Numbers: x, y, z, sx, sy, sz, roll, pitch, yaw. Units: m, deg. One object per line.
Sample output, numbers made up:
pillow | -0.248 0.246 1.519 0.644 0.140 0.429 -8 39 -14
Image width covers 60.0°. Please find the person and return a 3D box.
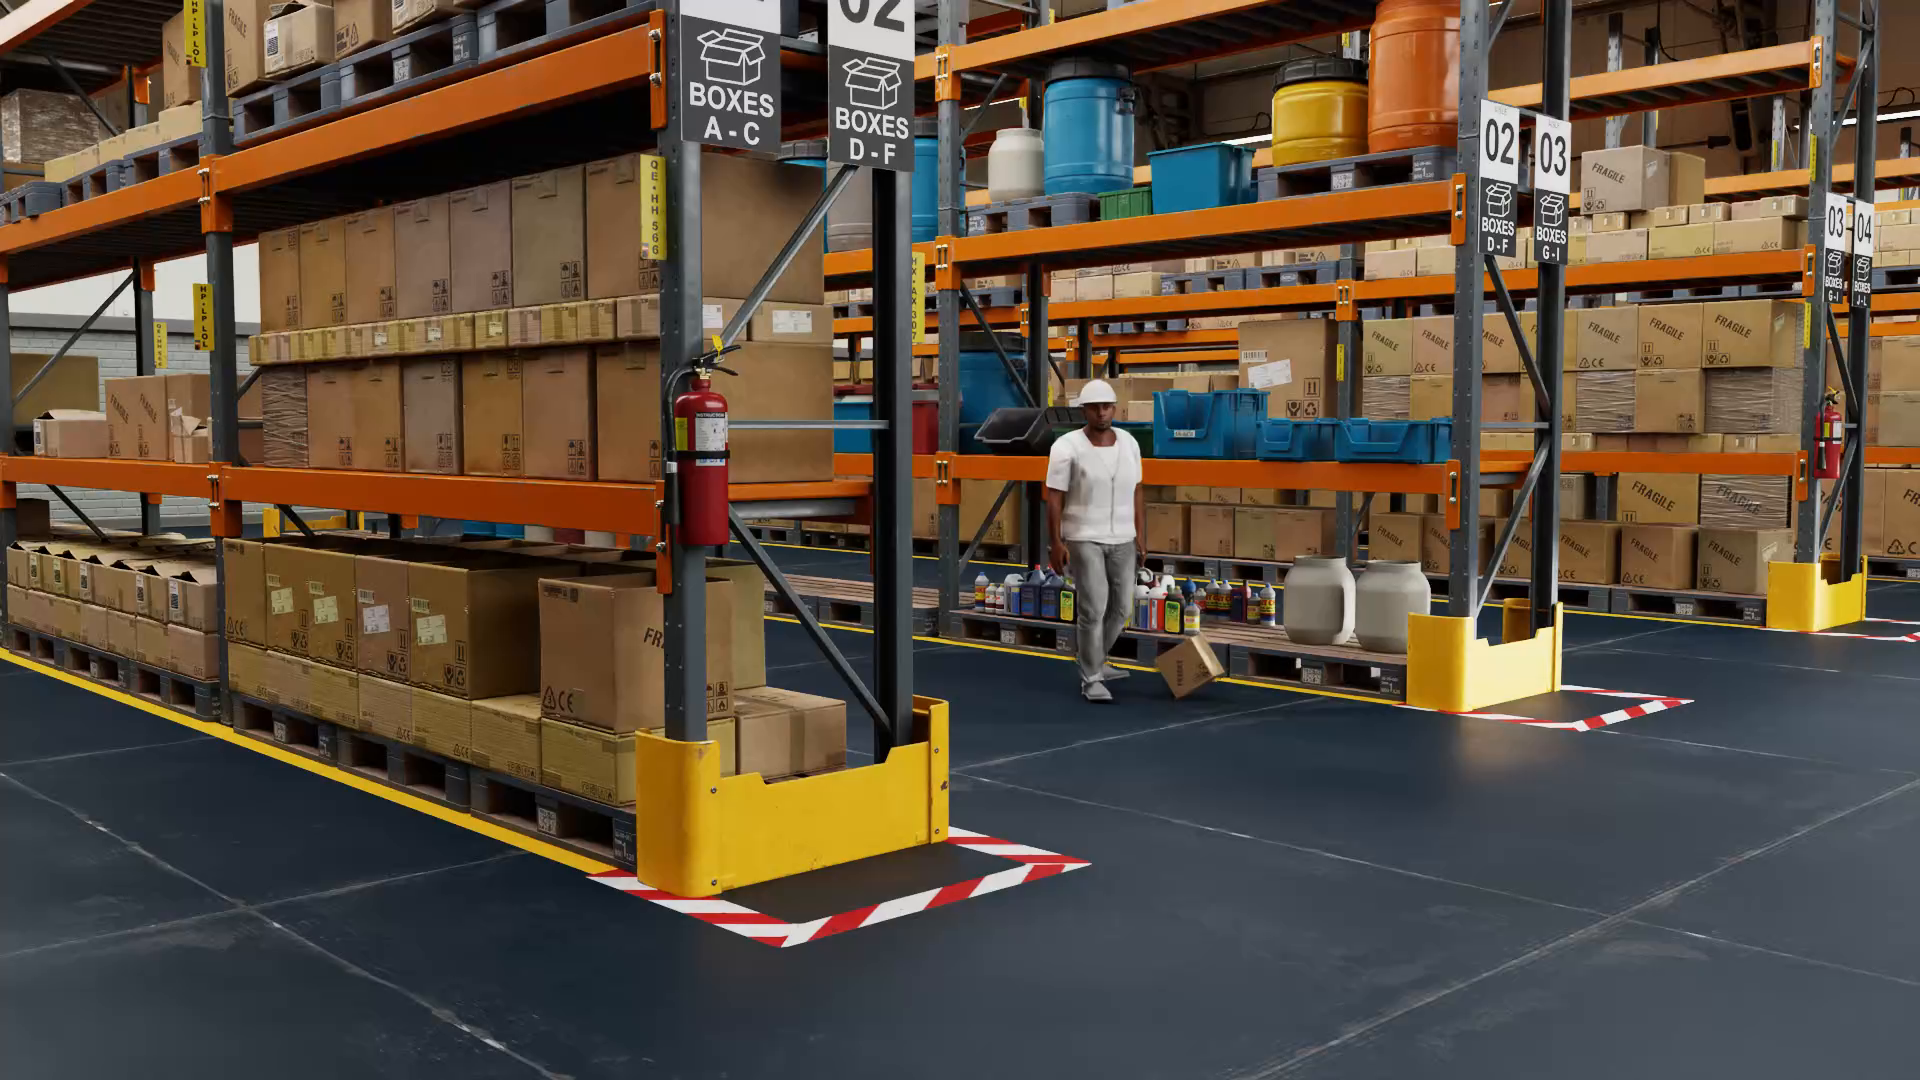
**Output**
person | 0.738 -0.004 9.205 0.600 1.755 0.581 -2 4 -25
